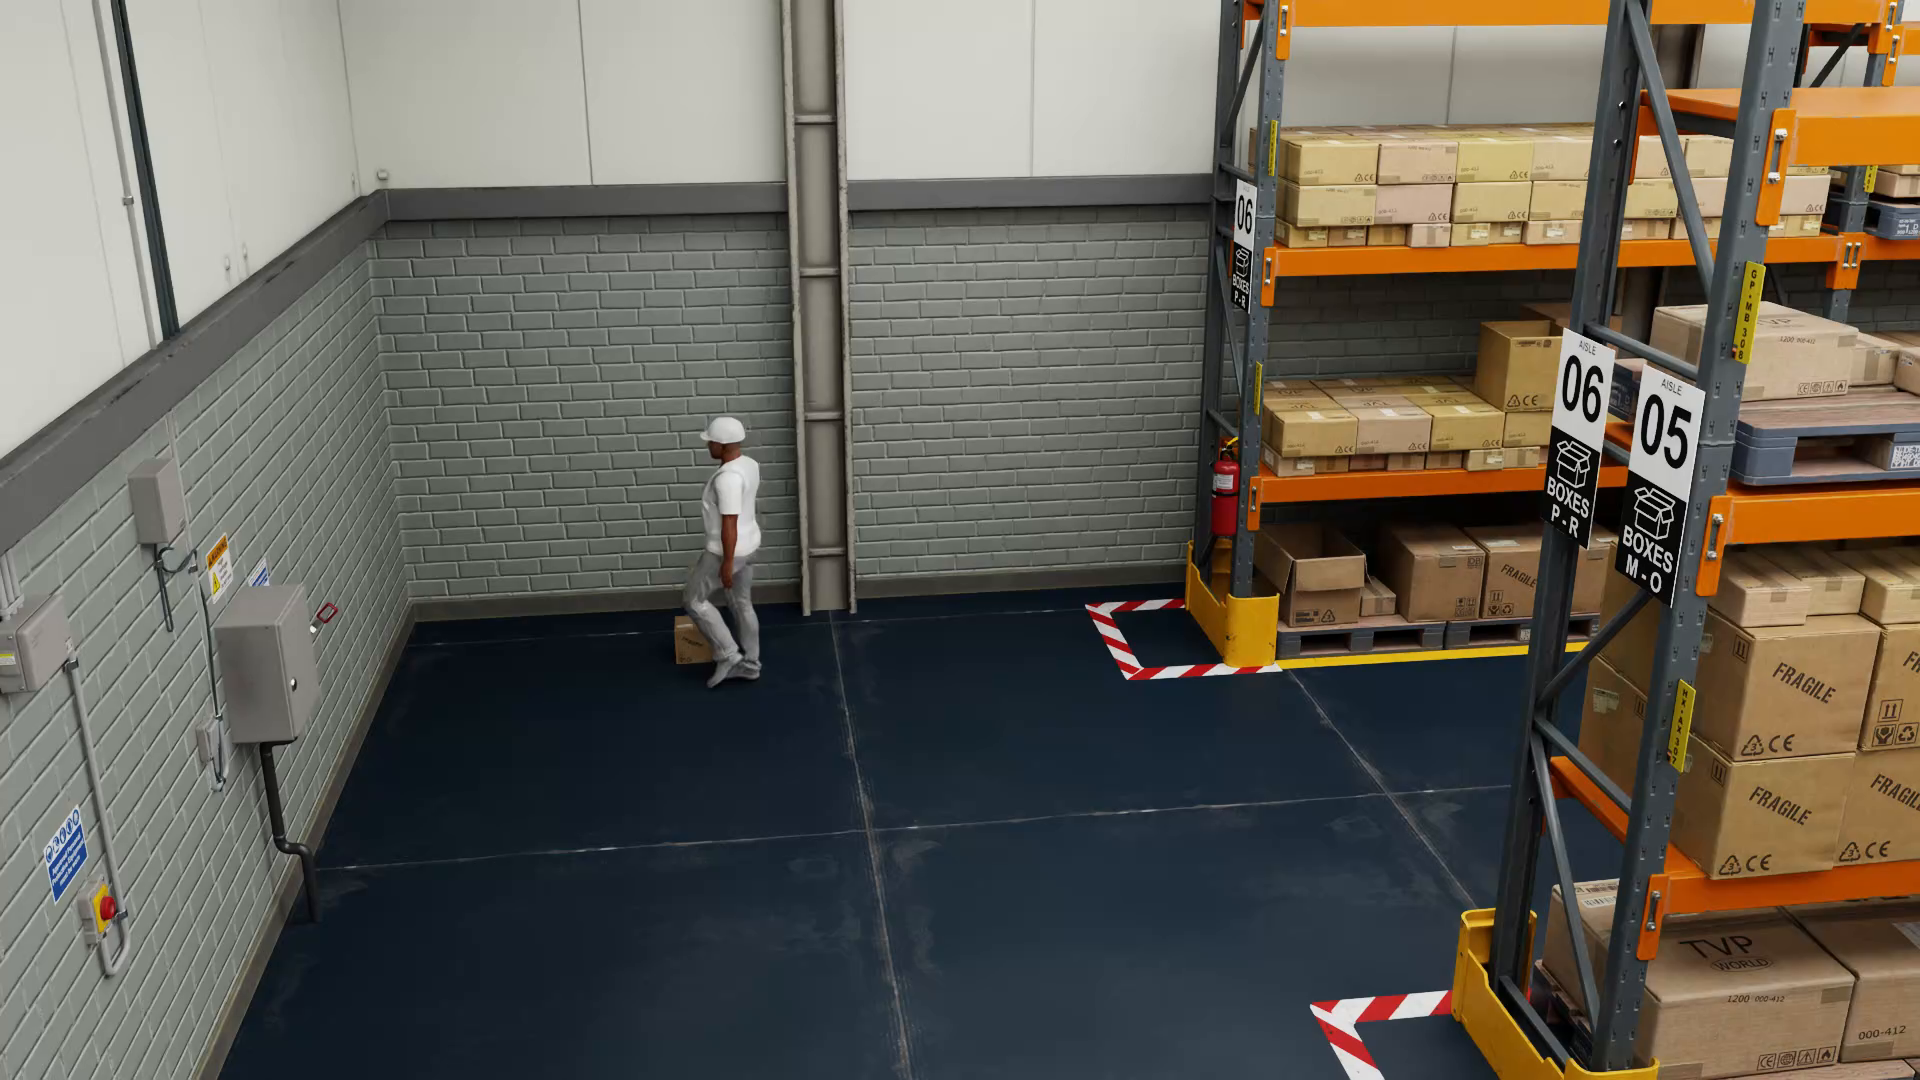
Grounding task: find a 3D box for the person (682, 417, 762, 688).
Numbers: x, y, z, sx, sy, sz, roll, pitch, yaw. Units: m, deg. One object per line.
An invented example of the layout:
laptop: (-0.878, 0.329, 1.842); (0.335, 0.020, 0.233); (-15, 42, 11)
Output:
person: (-1.531, 0.063, 10.827); (0.483, 1.768, 0.634); (5, 20, 13)
